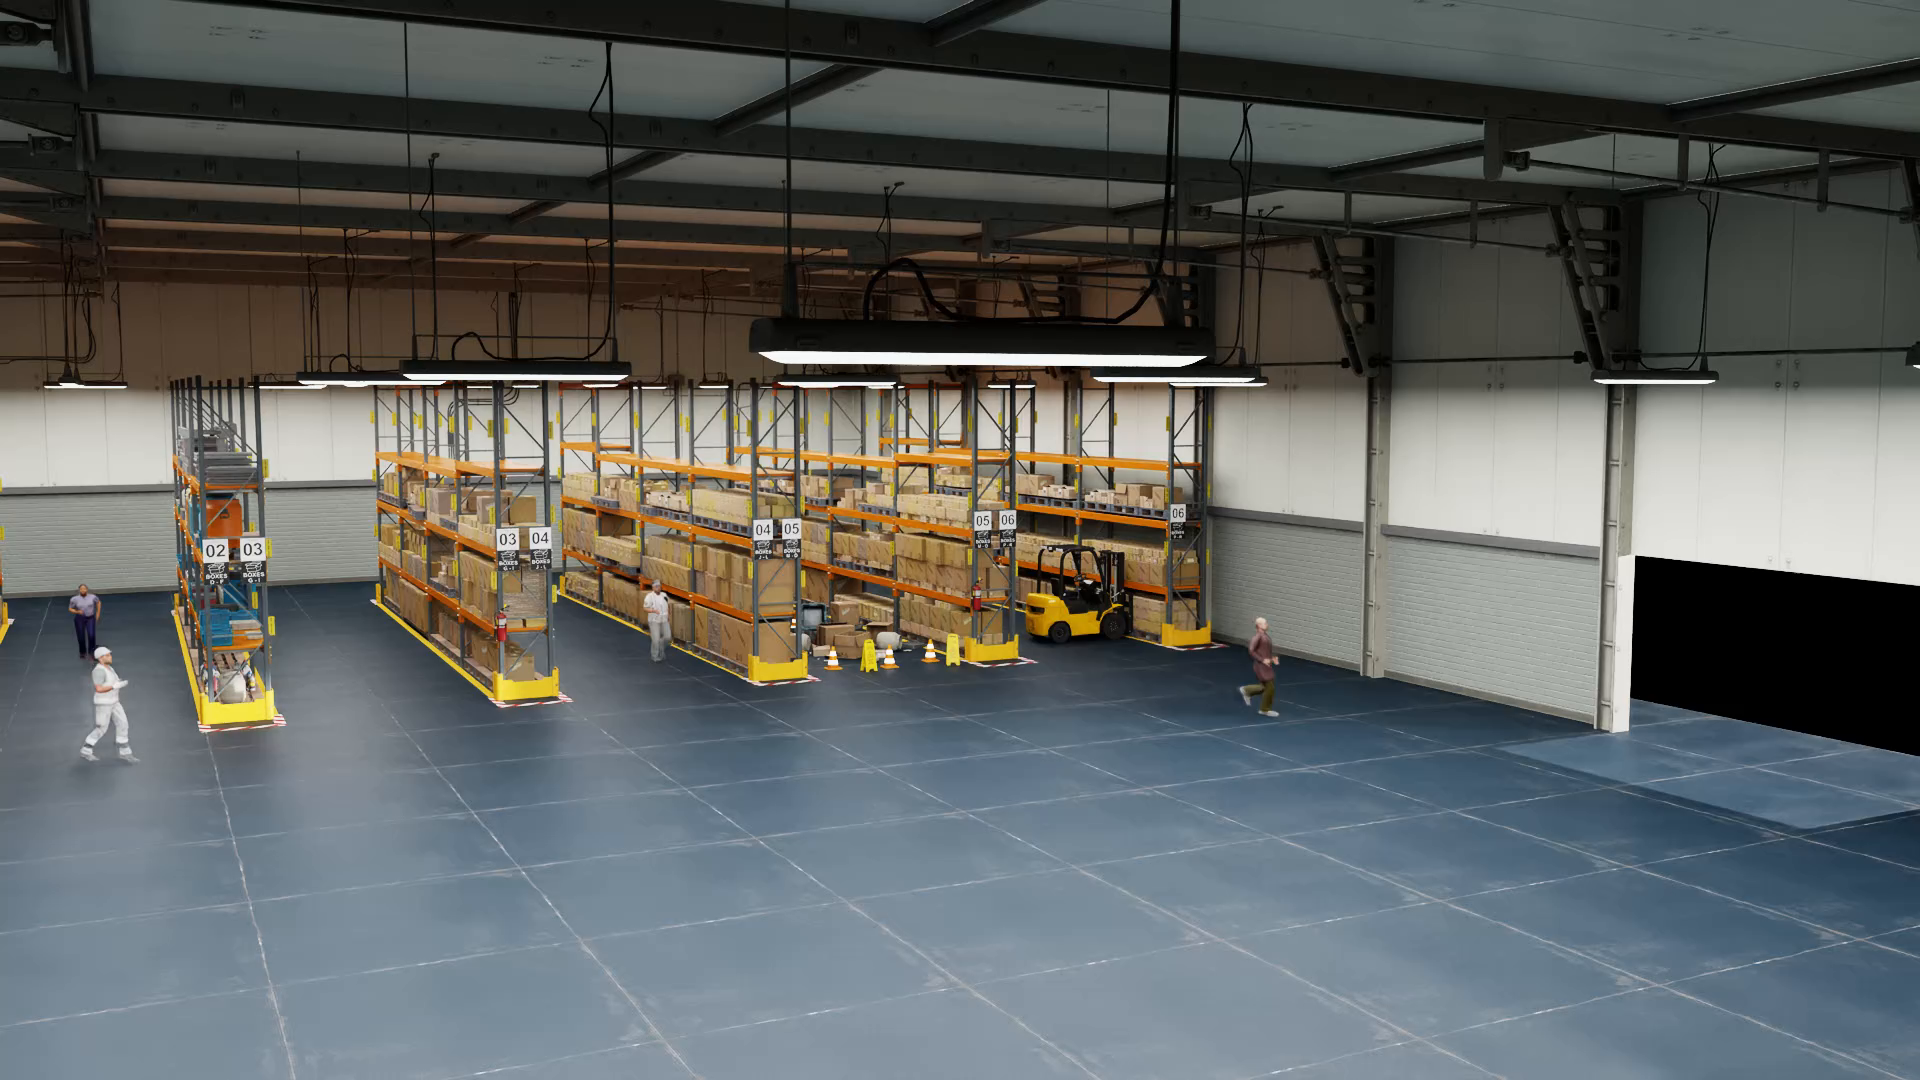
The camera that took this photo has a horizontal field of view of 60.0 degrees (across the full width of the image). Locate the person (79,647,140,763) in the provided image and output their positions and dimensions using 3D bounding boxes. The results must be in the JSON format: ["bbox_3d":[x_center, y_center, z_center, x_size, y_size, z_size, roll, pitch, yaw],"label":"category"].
[{"bbox_3d":[-13.086,2.540,25.497,0.843,1.821,0.636,0,5,-3],"label":"person"}]

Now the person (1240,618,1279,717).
[{"bbox_3d":[5.305,2.246,29.489,0.738,1.746,0.712,2,6,23],"label":"person"}]

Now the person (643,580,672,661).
[{"bbox_3d":[-6.359,1.717,35.240,0.648,1.763,0.621,-3,6,-34],"label":"person"}]

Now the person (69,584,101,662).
[{"bbox_3d":[-18.622,1.775,35.414,0.613,1.704,0.711,-3,6,-30],"label":"person"}]
